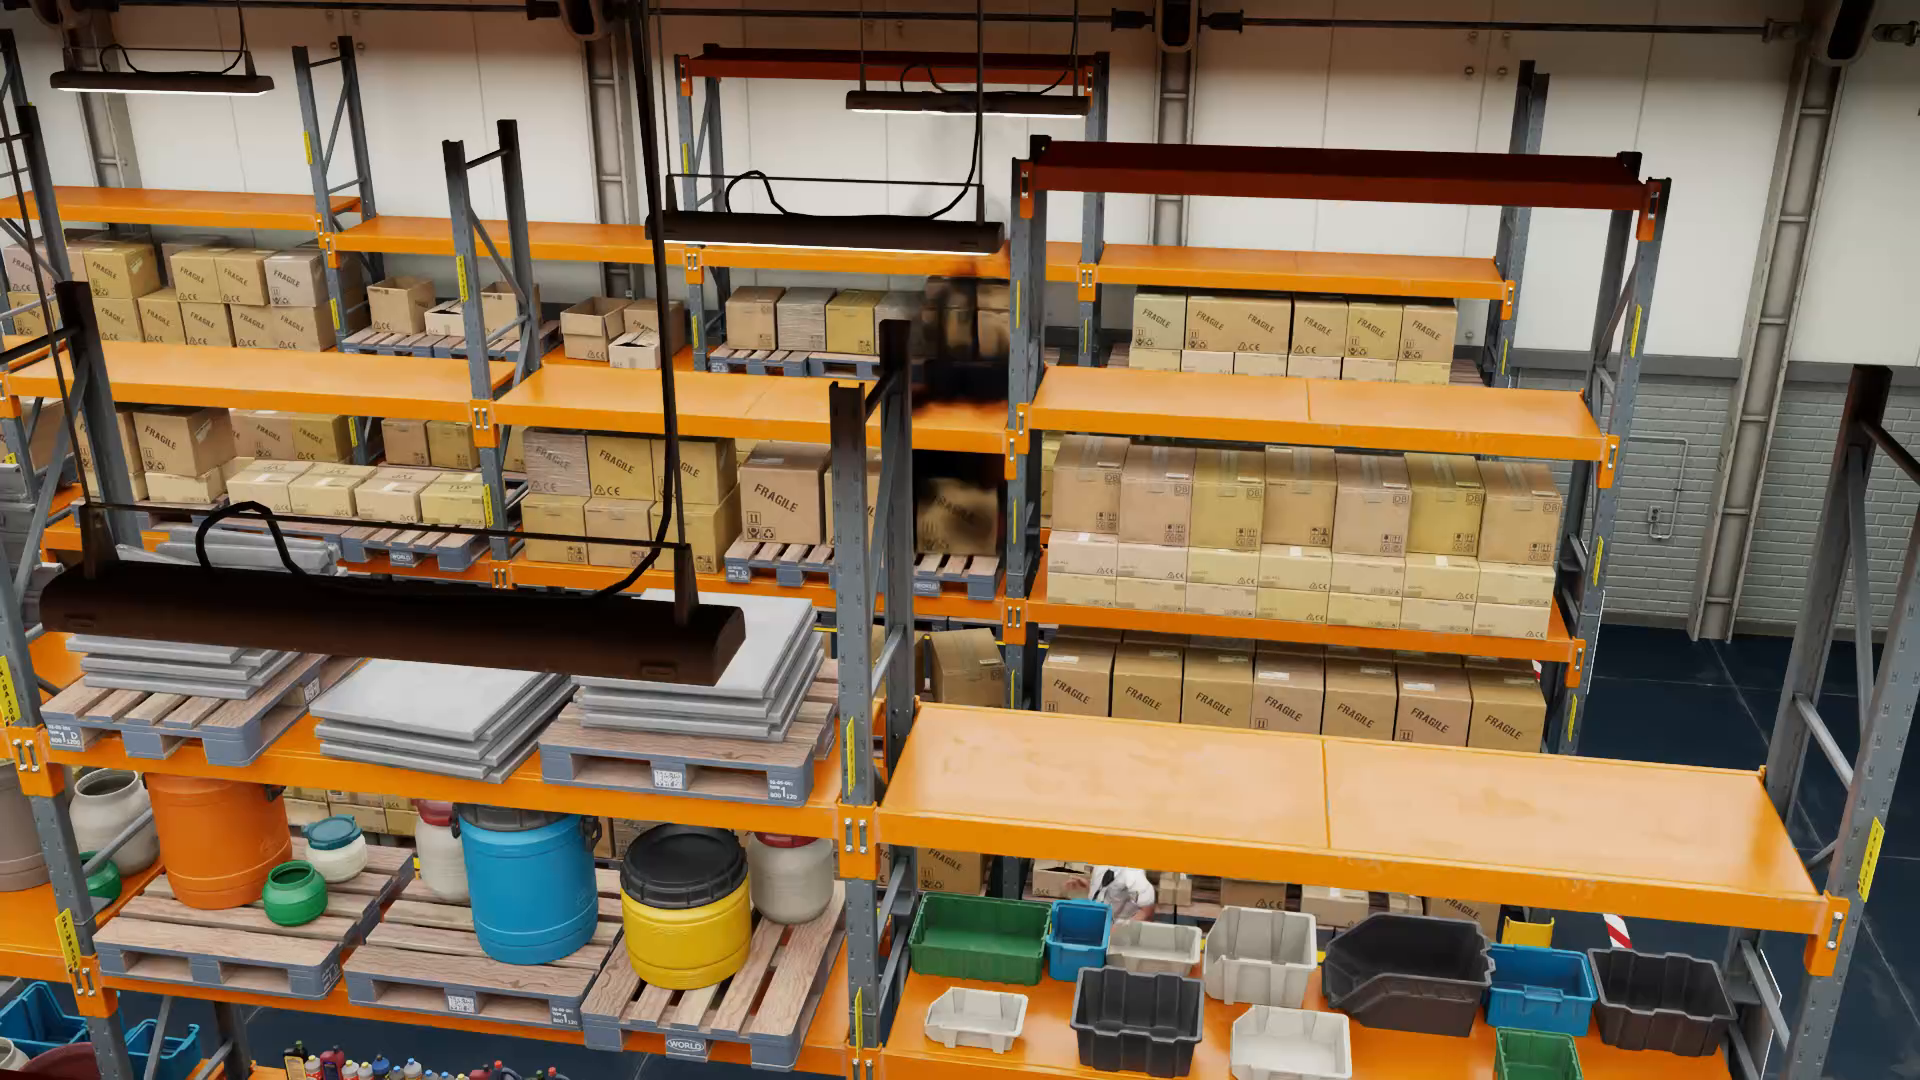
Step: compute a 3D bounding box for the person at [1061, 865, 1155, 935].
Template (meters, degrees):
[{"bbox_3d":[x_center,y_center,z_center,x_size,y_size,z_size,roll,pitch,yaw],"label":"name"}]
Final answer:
[{"bbox_3d":[0.984,2.630,11.252,0.601,1.819,0.650,1,23,2],"label":"person"}]
